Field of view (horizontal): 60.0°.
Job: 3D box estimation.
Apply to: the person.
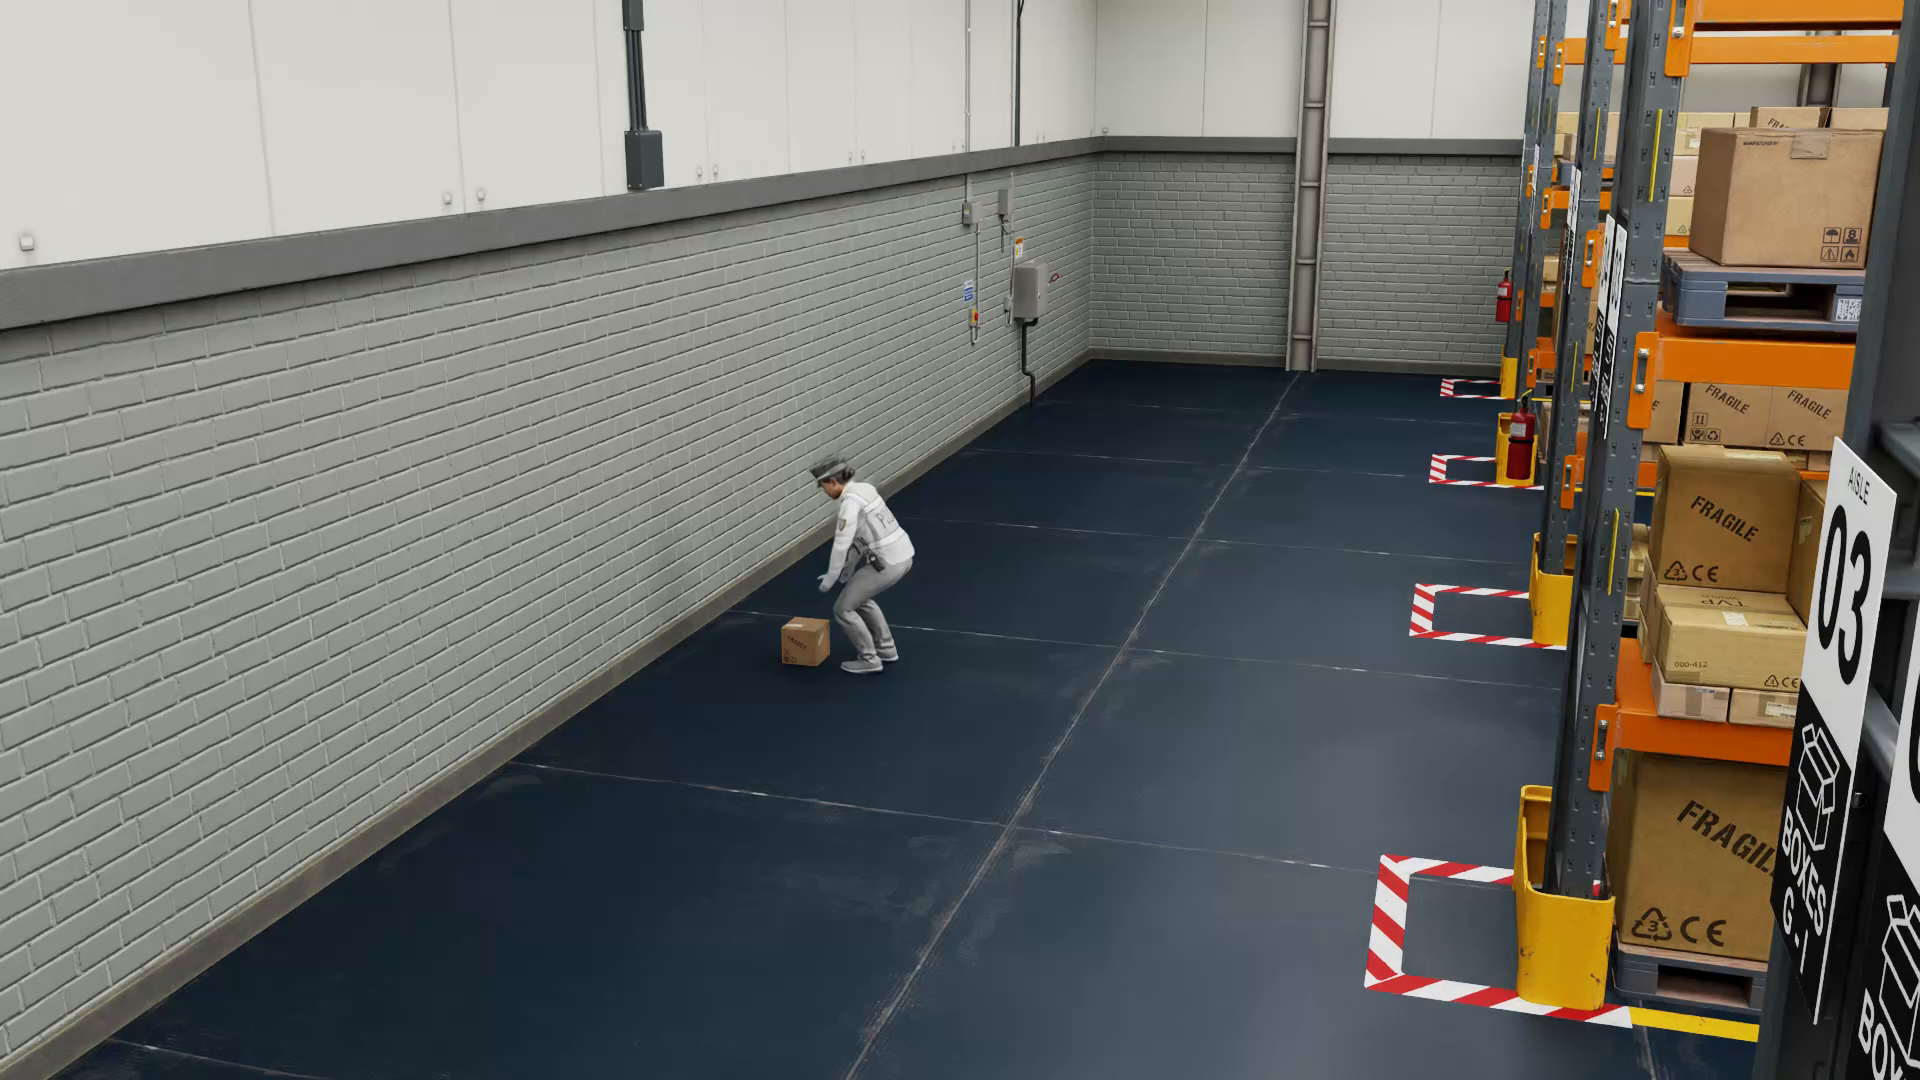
[{"bbox_3d":[-0.651,0.159,10.901,0.674,1.429,0.534,5,16,16],"label":"person"}]
